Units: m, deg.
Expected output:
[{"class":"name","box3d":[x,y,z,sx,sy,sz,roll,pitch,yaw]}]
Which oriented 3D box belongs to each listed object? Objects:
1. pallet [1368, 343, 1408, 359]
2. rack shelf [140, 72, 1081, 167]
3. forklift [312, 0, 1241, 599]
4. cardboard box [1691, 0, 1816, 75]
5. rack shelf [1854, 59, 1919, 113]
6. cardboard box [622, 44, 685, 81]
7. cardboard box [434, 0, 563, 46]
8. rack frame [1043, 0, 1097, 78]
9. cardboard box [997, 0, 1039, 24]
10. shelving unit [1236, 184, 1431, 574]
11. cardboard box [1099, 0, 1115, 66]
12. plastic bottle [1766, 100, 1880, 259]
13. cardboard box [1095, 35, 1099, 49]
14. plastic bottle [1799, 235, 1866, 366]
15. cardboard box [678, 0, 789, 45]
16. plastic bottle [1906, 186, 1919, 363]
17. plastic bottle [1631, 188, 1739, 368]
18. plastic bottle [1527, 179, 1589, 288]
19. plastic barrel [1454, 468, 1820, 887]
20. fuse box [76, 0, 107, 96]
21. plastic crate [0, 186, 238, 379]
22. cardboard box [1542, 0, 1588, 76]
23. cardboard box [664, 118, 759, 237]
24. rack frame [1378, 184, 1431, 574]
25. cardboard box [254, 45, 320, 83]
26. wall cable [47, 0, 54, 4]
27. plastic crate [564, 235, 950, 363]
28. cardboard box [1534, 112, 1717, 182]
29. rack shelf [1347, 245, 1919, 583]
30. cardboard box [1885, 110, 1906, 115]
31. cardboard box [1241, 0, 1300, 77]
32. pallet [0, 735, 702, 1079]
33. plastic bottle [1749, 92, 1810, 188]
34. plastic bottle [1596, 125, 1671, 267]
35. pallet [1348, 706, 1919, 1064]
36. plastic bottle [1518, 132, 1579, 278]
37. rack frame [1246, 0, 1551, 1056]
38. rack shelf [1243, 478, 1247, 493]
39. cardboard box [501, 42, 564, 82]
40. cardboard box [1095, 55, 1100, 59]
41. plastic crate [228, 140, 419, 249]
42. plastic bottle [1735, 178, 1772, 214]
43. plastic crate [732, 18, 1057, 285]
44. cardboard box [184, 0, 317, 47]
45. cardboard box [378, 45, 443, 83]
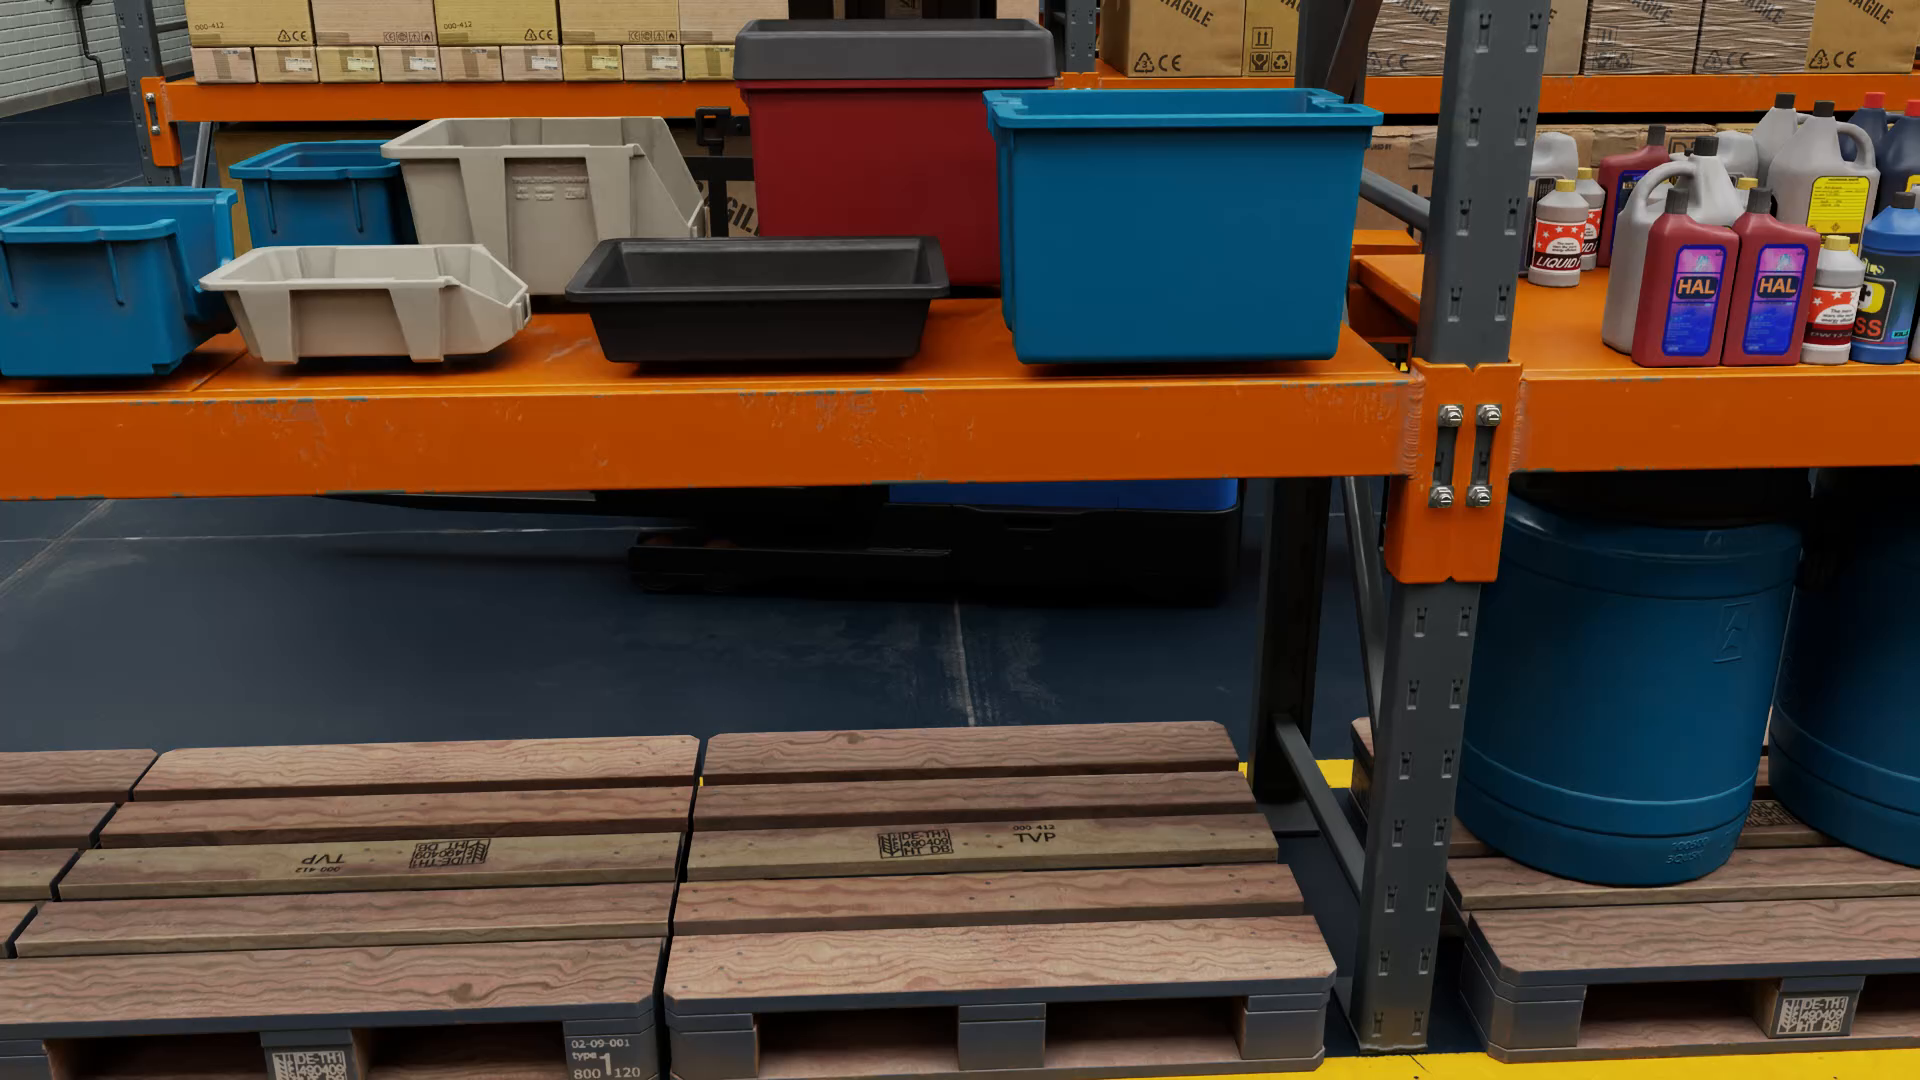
[{"class":"pallet","box3d":[2.485,-1.145,8.331,1.213,0.211,1.003,-1,21,-3]},{"class":"rack shelf","box3d":[-1.499,-2.003,7.677,4.000,0.370,1.077,-1,21,-3]},{"class":"forklift","box3d":[-0.621,-1.389,5.151,3.031,2.935,1.130,2,21,5]},{"class":"cardboard box","box3d":[3.515,-2.401,7.572,0.500,0.500,0.500,-1,21,-4]},{"class":"rack shelf","box3d":[6.488,-2.165,8.103,4.000,0.370,1.077,-1,21,-3]},{"class":"cardboard box","box3d":[-1.325,-2.109,7.297,0.250,0.149,0.380,-1,21,-2]},{"class":"cardboard box","box3d":[-1.981,-2.303,7.247,0.500,0.250,0.500,-2,21,-5]},{"class":"rack frame","box3d":[0.498,-2.380,7.655,0.127,3.000,1.000,-1,21,-3]},{"class":"cardboard box","box3d":[0.072,-2.346,7.361,0.500,0.250,0.500,-2,21,-4]},{"class":"shelving unit","box3d":[1.150,-0.503,5.255,0.503,1.200,0.258,2,21,5]},{"class":"cardboard box","box3d":[0.949,-2.533,7.917,0.500,0.500,0.500,-1,21,-3]},{"class":"plastic bottle","box3d":[1.688,-0.681,3.263,0.185,0.351,0.144,-1,21,-3]},{"class":"cardboard box","box3d":[1.448,-5.165,17.368,0.875,0.875,0.875,-1,21,-1]},{"class":"plastic bottle","box3d":[1.418,-0.395,2.721,0.097,0.201,0.097,0,21,0]},{"class":"cardboard box","box3d":[-0.954,-2.324,7.303,0.500,0.250,0.500,-1,21,-2]},{"class":"plastic bottle","box3d":[1.630,-0.444,2.745,0.135,0.276,0.152,-1,21,-3]},{"class":"plastic bottle","box3d":[1.171,-0.422,2.676,0.133,0.283,0.061,-1,21,-3]},{"class":"plastic bottle","box3d":[1.181,-0.606,3.277,0.097,0.201,0.097,0,21,0]},{"class":"plastic barrel","box3d":[1.325,0.159,3.346,0.708,0.901,0.600,-1,21,-3]},{"class":"fuse box","box3d":[-9.664,-5.843,18.563,0.414,1.711,0.539,-1,21,-3]},{"class":"plastic crate","box3d":[-1.334,-0.410,2.632,0.300,0.233,0.416,-1,21,-3]},{"class":"cardboard box","box3d":[2.488,-2.380,7.515,0.500,0.500,0.500,-1,21,-2]},{"class":"cardboard box","box3d":[-1.064,-1.580,7.950,0.875,0.875,0.875,-1,21,-3]},{"class":"rack frame","box3d":[1.393,-0.495,5.235,0.015,1.200,0.240,2,21,5]},{"class":"cardboard box","box3d":[-2.866,-2.077,7.213,0.250,0.149,0.380,-1,21,-4]},{"class":"wall cable","box3d":[-9.782,-6.674,17.508,0.122,1.984,0.588,-1,21,-3]},{"class":"plastic crate","box3d":[-0.322,-0.401,2.762,0.590,0.125,0.437,-1,21,-3]},{"class":"cardboard box","box3d":[2.911,-1.642,8.114,0.875,0.875,1.225,-1,21,-3]},{"class":"rack shelf","box3d":[2.777,-0.325,3.269,4.000,0.370,1.077,-1,21,-3]},{"class":"cardboard box","box3d":[6.725,-3.388,12.876,0.750,0.750,1.050,-1,21,-3]},{"class":"cardboard box","box3d":[1.473,-2.357,7.457,0.500,0.500,0.500,-1,21,-3]},{"class":"pallet","box3d":[-1.172,0.738,3.387,1.213,0.211,1.003,-1,21,-3]},{"class":"plastic bottle","box3d":[1.679,-0.732,3.397,0.185,0.351,0.144,-1,21,-3]},{"class":"plastic bottle","box3d":[1.384,-0.709,3.432,0.133,0.283,0.061,-1,21,-3]},{"class":"pallet","box3d":[1.553,0.682,3.533,1.213,0.211,1.003,-1,21,-3]},{"class":"plastic bottle","box3d":[1.156,-0.685,3.379,0.135,0.276,0.152,-1,21,-3]},{"class":"rack frame","box3d":[0.780,-0.620,3.034,0.127,3.000,1.000,-1,21,-3]},{"class":"rack shelf","box3d":[1.150,-0.254,5.349,0.480,0.148,0.258,2,21,5]},{"class":"cardboard box","box3d":[-1.839,-2.098,7.269,0.250,0.149,0.380,-1,21,-4]},{"class":"cardboard box","box3d":[1.068,-3.443,12.318,0.500,0.250,0.500,-2,21,-5]},{"class":"plastic crate","box3d":[-1.177,-0.621,3.189,0.300,0.233,0.416,-1,21,-3]},{"class":"plastic bottle","box3d":[1.546,-0.614,3.296,0.097,0.201,0.097,0,21,0]},{"class":"plastic crate","box3d":[-0.125,-0.749,3.198,0.583,0.464,0.402,-1,21,-3]},{"class":"cardboard box","box3d":[-3.001,-2.281,7.189,0.500,0.250,0.500,-2,21,-4]},{"class":"cardboard box","box3d":[-2.351,-2.088,7.242,0.250,0.149,0.380,-1,21,-4]}]
